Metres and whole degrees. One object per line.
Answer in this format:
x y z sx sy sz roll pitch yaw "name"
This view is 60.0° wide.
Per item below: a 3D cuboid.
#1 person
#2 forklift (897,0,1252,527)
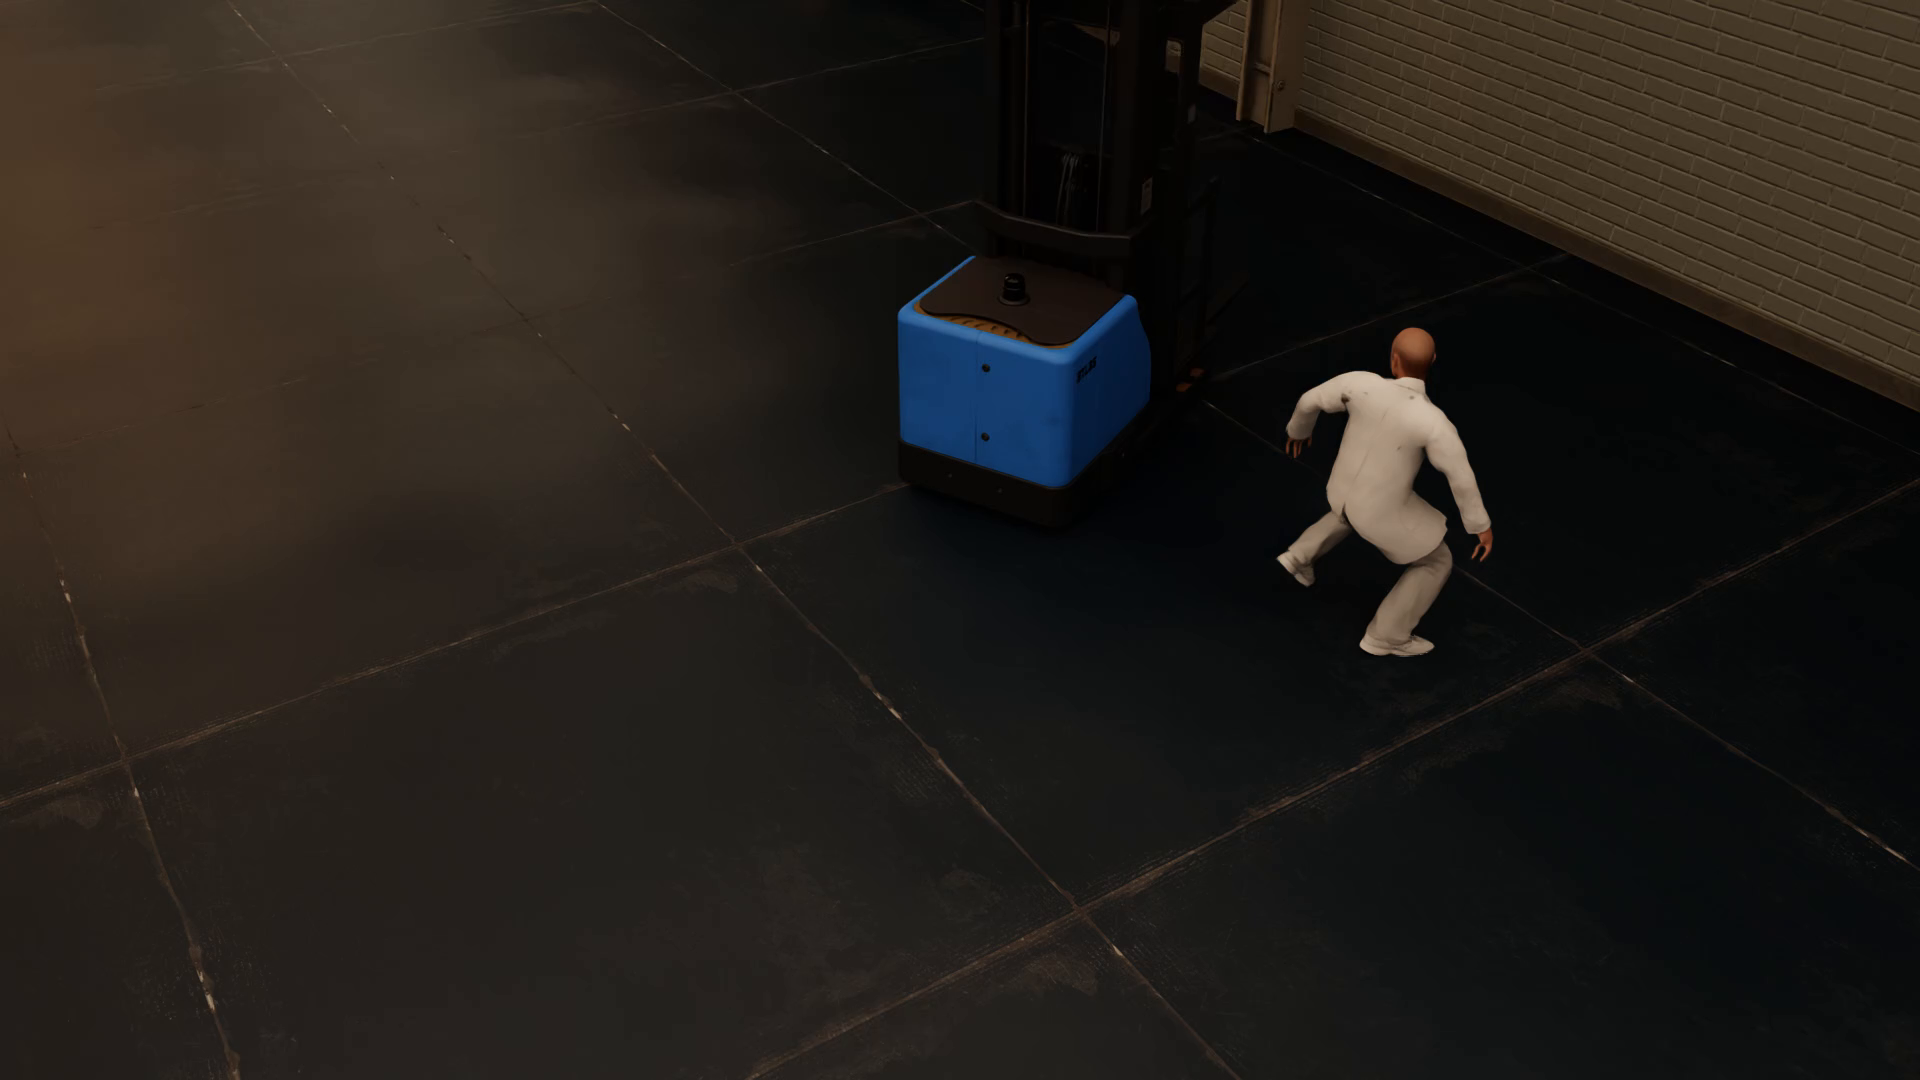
1.945 -0.225 7.625 0.543 1.662 1.026 -20 40 -26 "person"
0.839 -2.087 9.118 1.130 2.935 3.031 19 39 24 "forklift"
